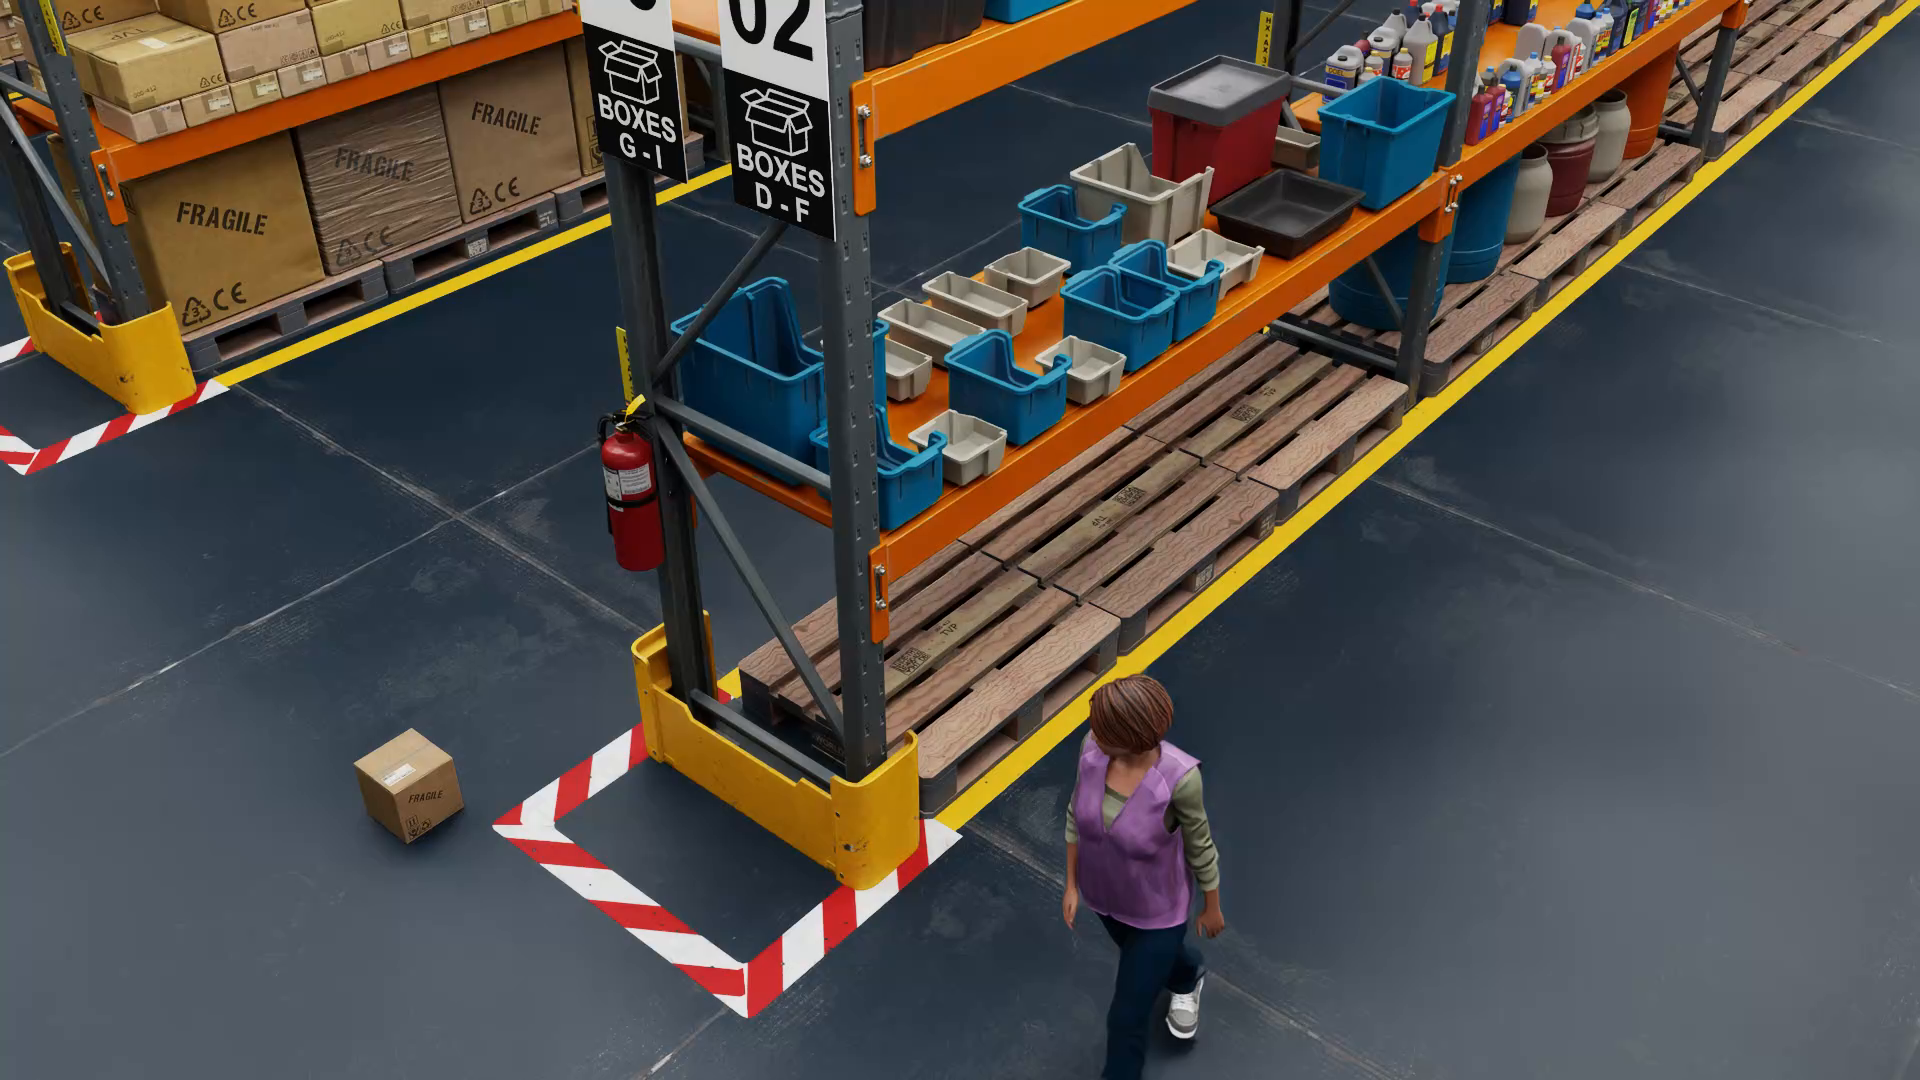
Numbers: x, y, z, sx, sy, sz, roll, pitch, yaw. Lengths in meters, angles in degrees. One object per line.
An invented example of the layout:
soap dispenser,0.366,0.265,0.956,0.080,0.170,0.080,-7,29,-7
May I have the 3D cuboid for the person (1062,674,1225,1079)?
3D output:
person,0.480,1.015,4.717,0.465,1.528,0.902,26,43,32
